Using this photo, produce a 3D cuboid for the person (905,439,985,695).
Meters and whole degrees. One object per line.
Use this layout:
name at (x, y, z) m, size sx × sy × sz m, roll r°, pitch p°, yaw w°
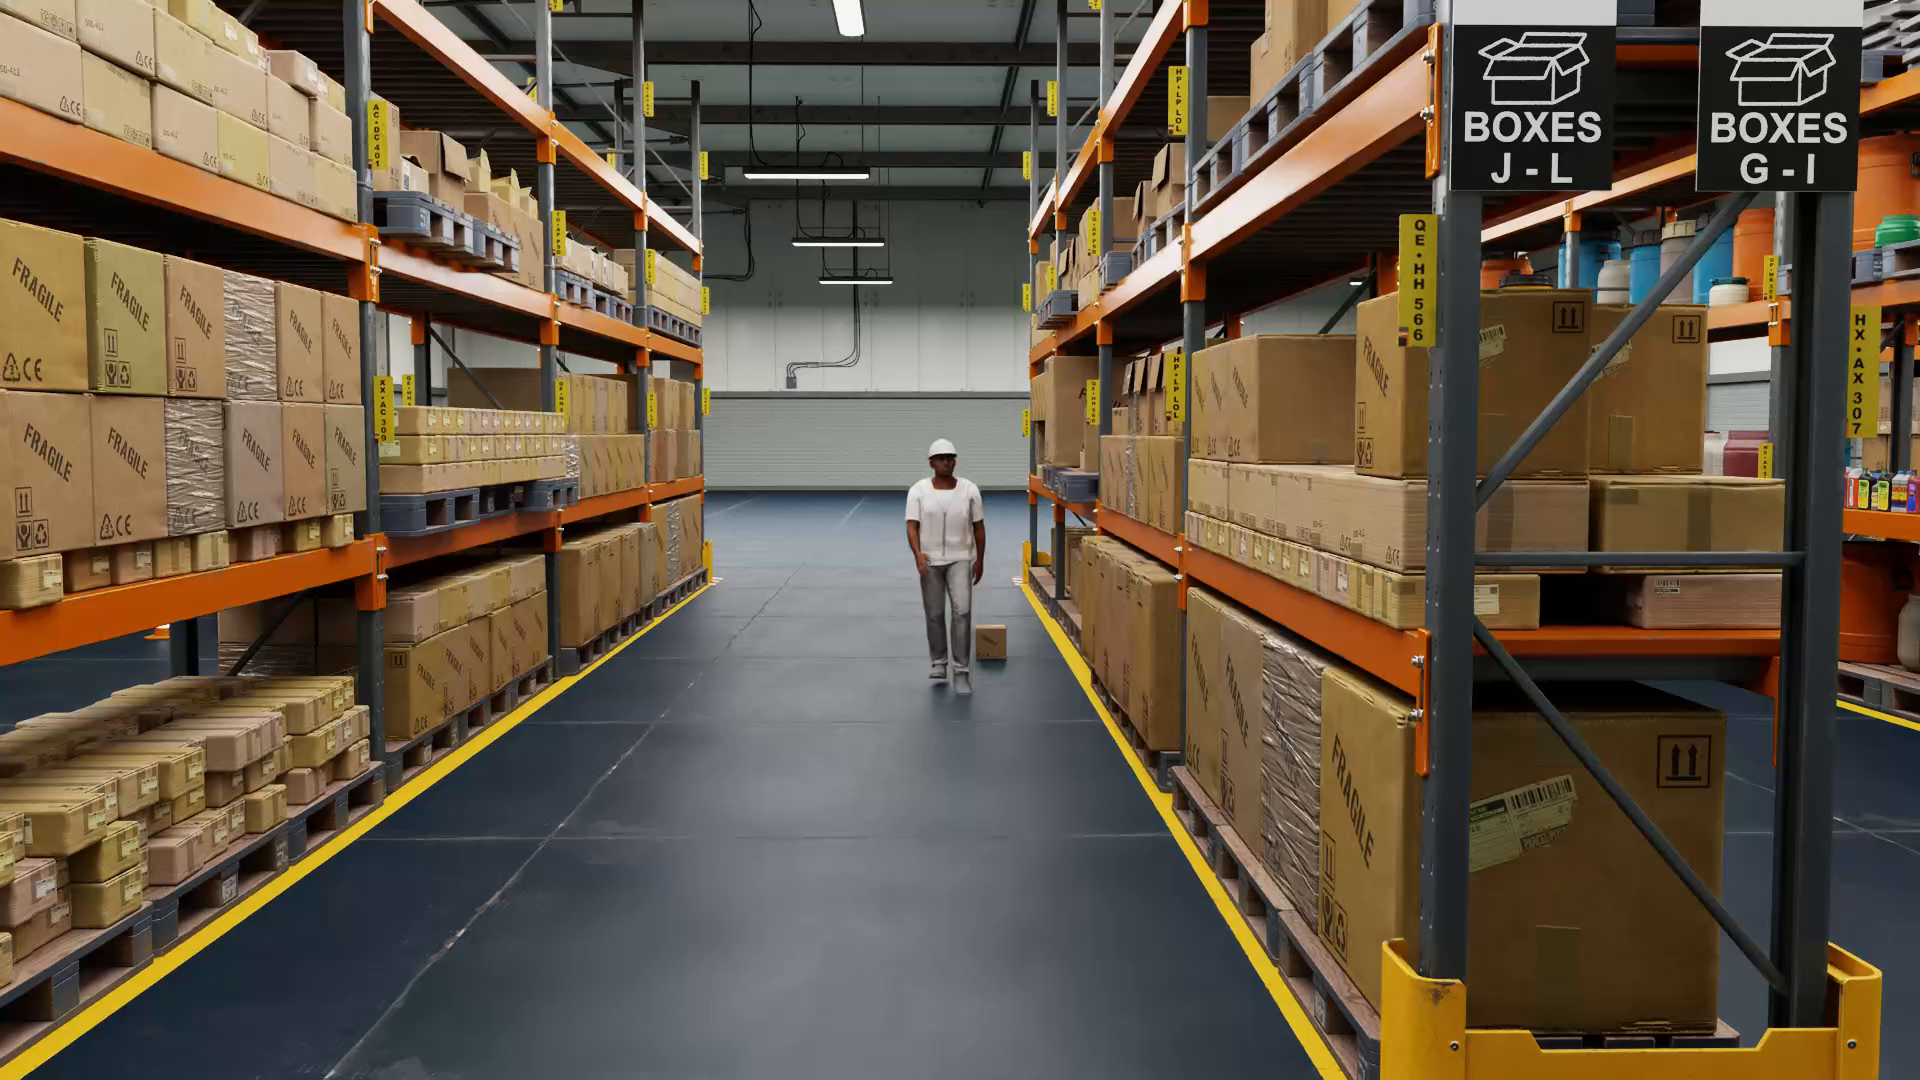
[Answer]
person at (-0.106, 0.191, 11.859) m, size 0.571 × 1.816 × 0.756 m, roll 0°, pitch 4°, yaw 1°
